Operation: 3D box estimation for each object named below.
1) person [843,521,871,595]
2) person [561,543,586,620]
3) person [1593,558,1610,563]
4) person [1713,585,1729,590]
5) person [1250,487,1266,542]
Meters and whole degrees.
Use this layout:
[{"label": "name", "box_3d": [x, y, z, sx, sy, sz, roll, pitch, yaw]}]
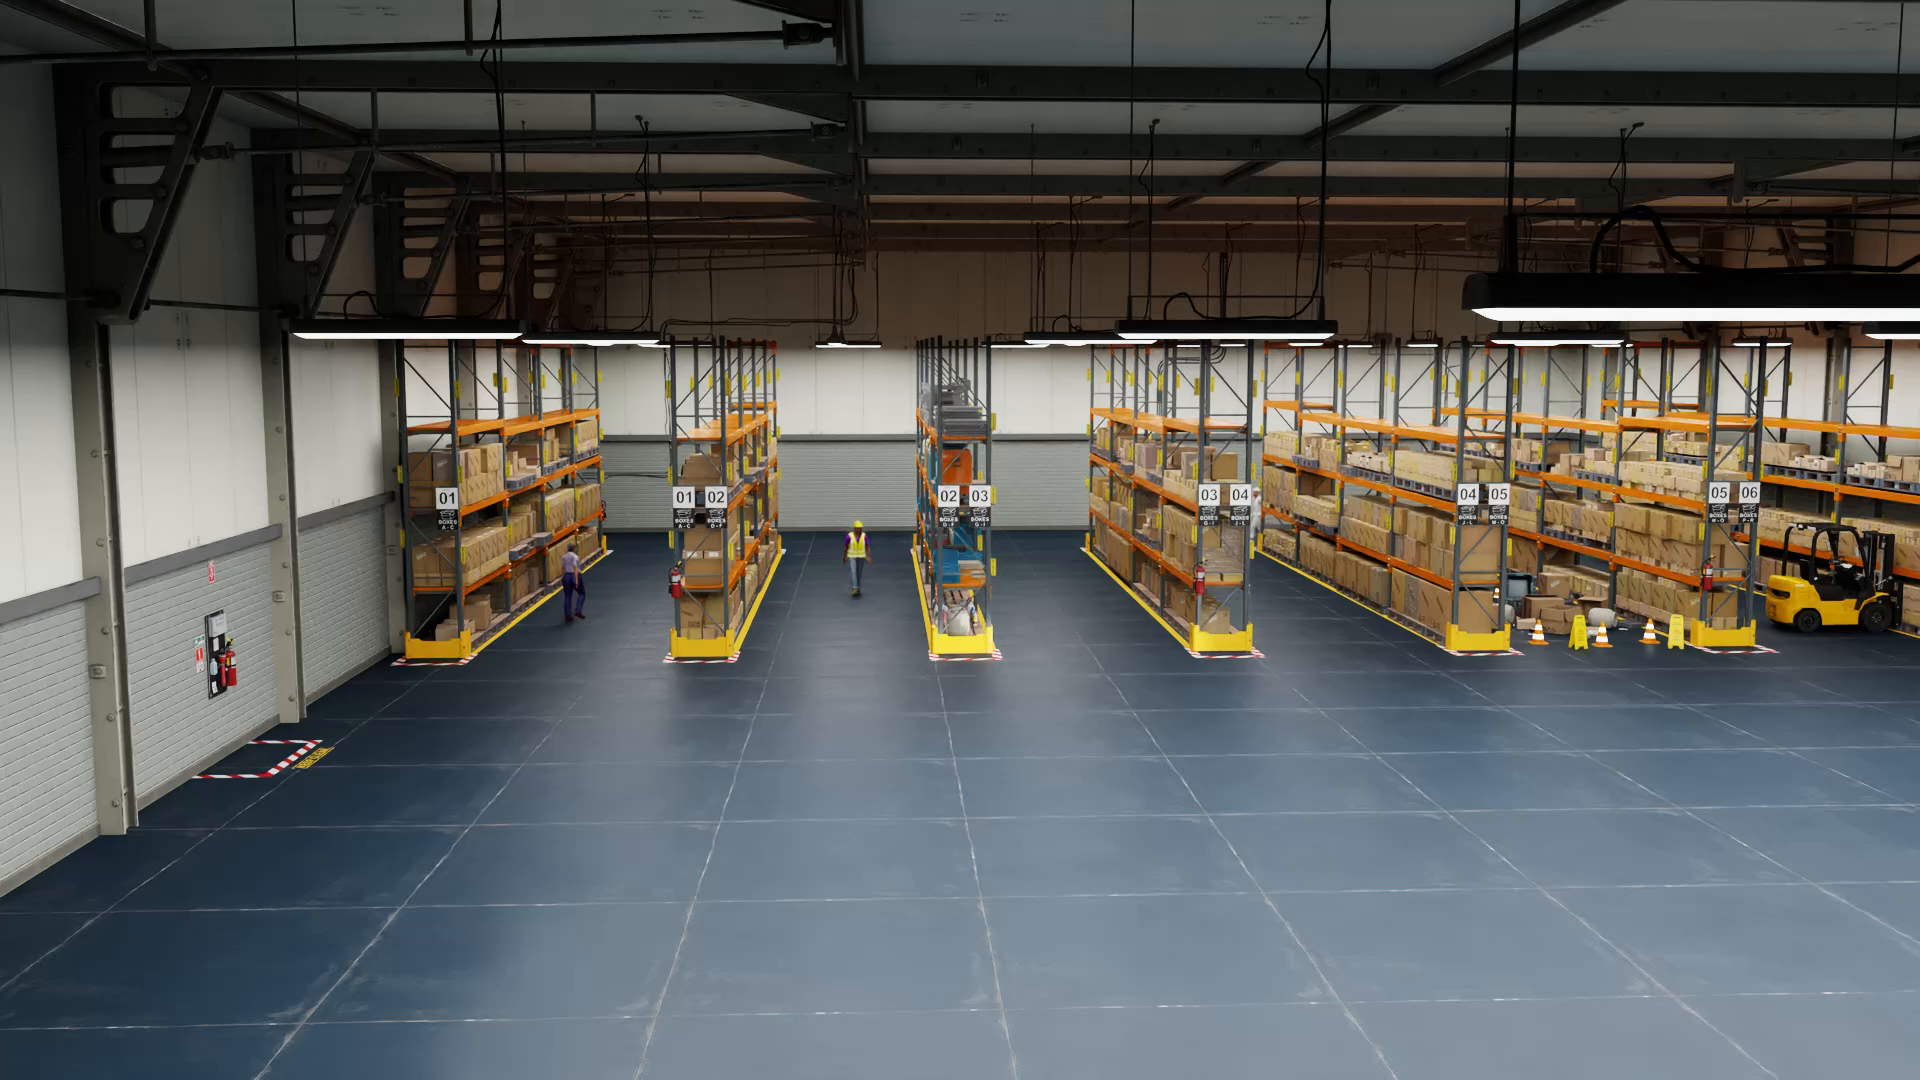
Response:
[{"label": "person", "box_3d": [-2.431, 0.404, 39.308, 0.619, 1.704, 1.105, -2, 7, -13]}, {"label": "person", "box_3d": [-8.285, 0.897, 35.463, 0.512, 1.639, 0.513, 1, 7, 9]}, {"label": "person", "box_3d": [17.513, -0.169, 44.966, 0.449, 1.679, 0.572, -3, 7, -28]}, {"label": "person", "box_3d": [16.629, 0.824, 36.370, 0.524, 1.571, 0.701, 0, 6, -1]}, {"label": "person", "box_3d": [8.775, -0.703, 48.910, 1.023, 1.755, 0.531, -1, 7, -8]}]
